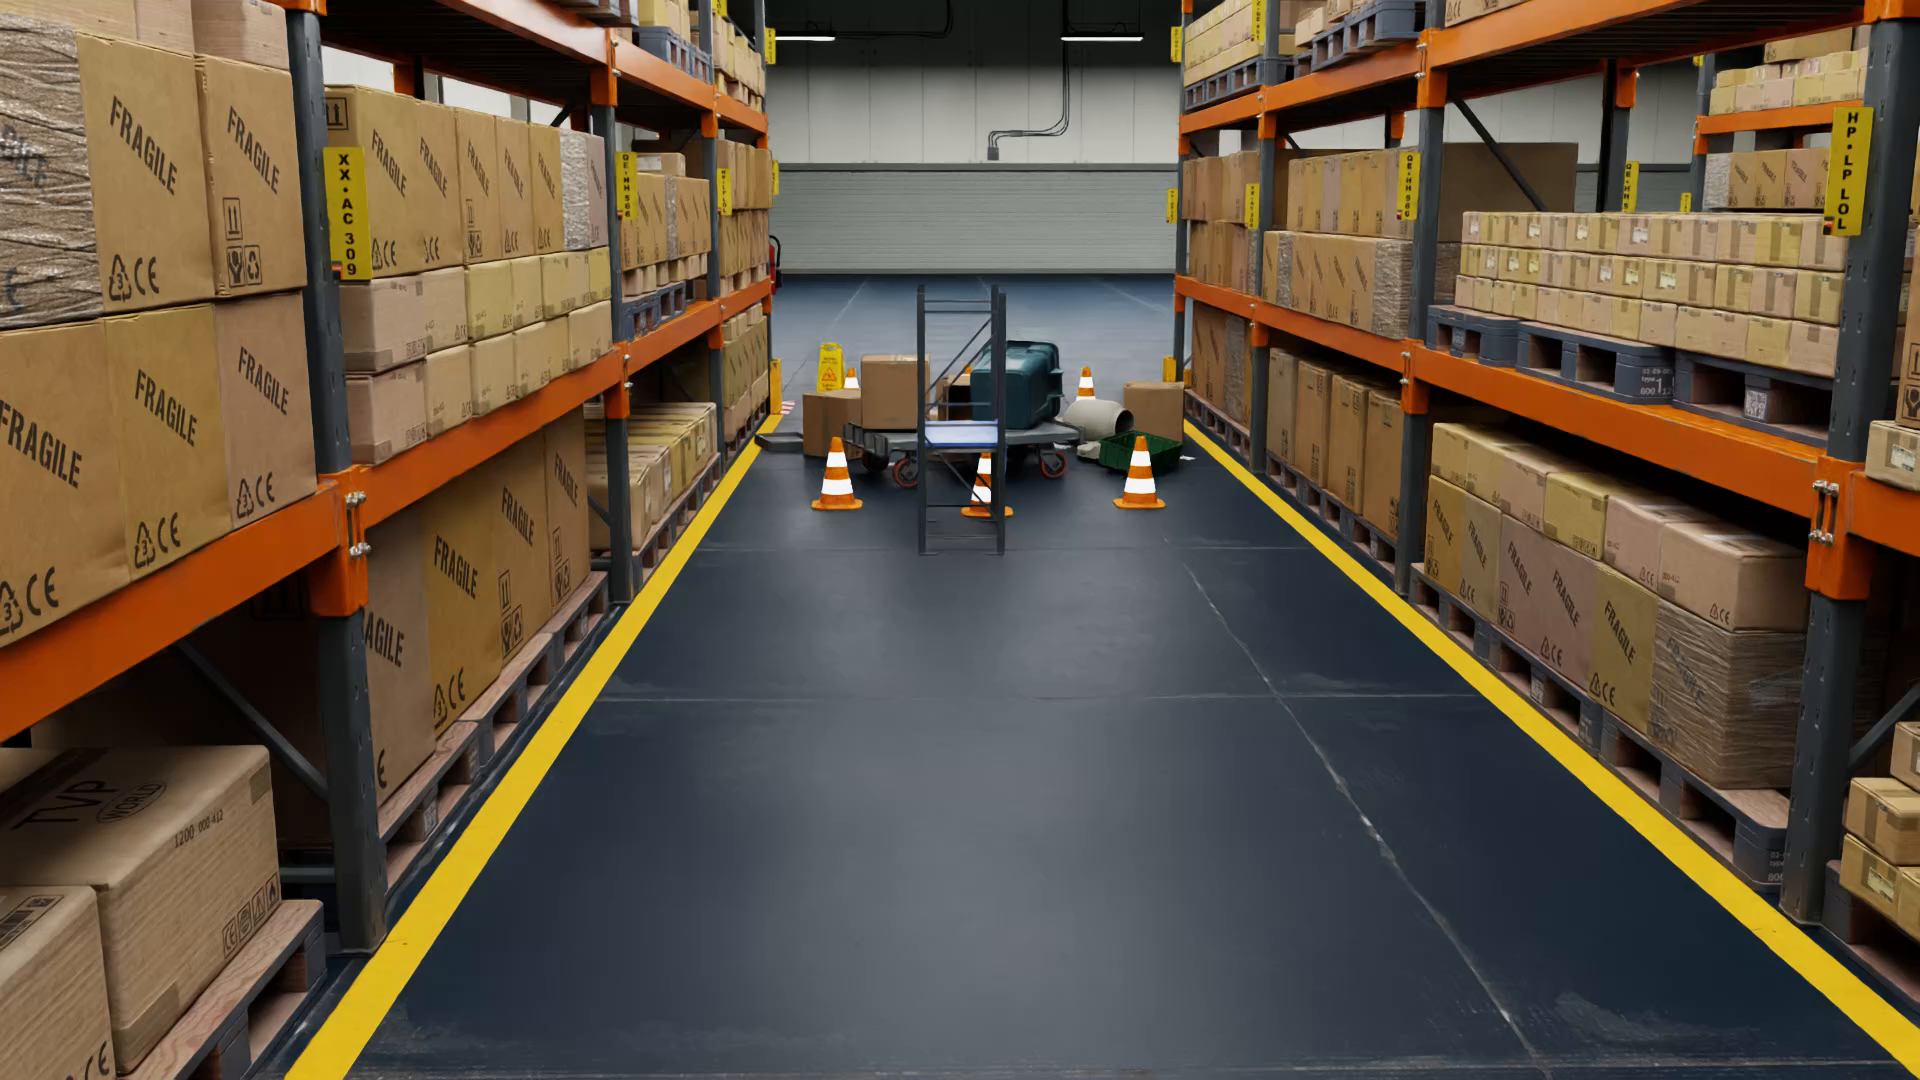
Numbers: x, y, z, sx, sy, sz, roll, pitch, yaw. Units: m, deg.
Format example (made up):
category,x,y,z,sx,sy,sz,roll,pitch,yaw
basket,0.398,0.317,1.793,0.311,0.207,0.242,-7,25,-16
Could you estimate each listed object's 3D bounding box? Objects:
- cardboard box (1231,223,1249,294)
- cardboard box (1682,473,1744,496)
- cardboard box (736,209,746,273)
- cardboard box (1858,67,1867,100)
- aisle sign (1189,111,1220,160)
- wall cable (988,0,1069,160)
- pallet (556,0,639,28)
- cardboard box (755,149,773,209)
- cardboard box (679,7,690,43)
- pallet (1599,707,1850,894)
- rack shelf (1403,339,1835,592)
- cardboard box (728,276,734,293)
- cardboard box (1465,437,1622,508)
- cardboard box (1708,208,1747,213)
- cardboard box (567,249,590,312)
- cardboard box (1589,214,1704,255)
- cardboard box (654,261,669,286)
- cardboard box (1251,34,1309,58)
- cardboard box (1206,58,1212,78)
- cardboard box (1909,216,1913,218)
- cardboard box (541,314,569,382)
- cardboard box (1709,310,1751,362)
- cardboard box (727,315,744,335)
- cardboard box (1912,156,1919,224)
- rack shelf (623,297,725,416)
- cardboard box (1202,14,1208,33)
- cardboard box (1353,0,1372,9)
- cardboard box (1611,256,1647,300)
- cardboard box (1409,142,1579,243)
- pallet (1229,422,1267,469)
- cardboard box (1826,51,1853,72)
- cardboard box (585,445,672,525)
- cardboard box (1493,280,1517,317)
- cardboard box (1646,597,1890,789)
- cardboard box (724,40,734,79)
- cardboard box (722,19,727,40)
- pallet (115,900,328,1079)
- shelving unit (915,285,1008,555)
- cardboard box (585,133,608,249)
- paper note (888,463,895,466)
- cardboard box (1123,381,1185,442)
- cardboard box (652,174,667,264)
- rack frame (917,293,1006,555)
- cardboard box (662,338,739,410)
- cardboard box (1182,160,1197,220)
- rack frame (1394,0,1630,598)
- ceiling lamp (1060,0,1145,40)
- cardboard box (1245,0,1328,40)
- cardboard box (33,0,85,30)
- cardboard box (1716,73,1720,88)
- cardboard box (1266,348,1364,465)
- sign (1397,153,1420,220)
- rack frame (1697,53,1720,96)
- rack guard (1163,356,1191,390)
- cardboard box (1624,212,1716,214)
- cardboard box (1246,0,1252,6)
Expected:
category,x,y,z,sx,sy,sz,roll,pitch,yaw
cardboard box,2.640,-2.238,13.170,0.875,0.550,0.550,0,11,-1
cardboard box,3.088,-0.095,6.330,0.500,0.250,0.500,0,11,1
cardboard box,-2.015,-2.425,13.467,0.500,0.500,0.500,0,11,-2
cardboard box,7.384,-3.572,12.957,0.500,0.250,0.500,0,11,0
aisle sign,2.310,-4.064,16.010,0.394,0.787,0.004,0,11,-1
wall cable,1.948,-13.771,46.751,2.305,6.003,0.169,0,11,-1
pallet,-2.104,-2.396,7.257,1.213,0.211,1.003,0,11,1
cardboard box,-1.991,-3.119,14.377,0.700,0.500,0.500,0,11,-2
cardboard box,-2.096,-3.429,11.192,0.500,0.250,0.500,0,11,-2
pallet,2.841,0.820,5.487,1.003,0.211,1.213,0,11,-1
rack shelf,2.818,-0.437,6.478,1.077,0.370,4.000,0,11,-1
cardboard box,-2.002,-2.035,13.175,0.380,0.149,0.250,0,11,1
cardboard box,2.559,-0.296,7.321,0.500,0.250,0.500,0,11,-2
cardboard box,7.556,-2.863,15.627,0.875,0.500,0.500,0,11,-1
cardboard box,-1.892,-1.121,7.160,0.500,0.250,0.500,-1,11,-3
cardboard box,2.622,-1.158,6.301,0.380,0.149,0.250,0,11,-2
cardboard box,-1.976,-1.616,10.057,0.380,0.149,0.250,0,11,1
cardboard box,2.366,-3.655,12.311,0.380,0.149,0.250,0,11,-1
cardboard box,2.324,-4.059,14.301,0.380,0.149,0.250,0,11,-2
cardboard box,3.293,-1.002,5.535,0.380,0.149,0.250,0,11,-2
cardboard box,-1.880,-0.772,6.697,0.500,0.250,0.500,0,11,-2
cardboard box,2.644,-0.654,5.314,0.380,0.149,0.250,0,11,-1
cardboard box,-1.951,-1.731,13.389,0.380,0.149,0.250,0,11,1
cardboard box,2.625,-0.986,3.861,0.500,0.500,0.500,0,11,0
rack shelf,-2.212,-1.192,10.198,1.077,0.370,4.000,0,11,-1
cardboard box,2.320,-4.500,14.471,0.380,0.149,0.250,0,11,-2
cardboard box,2.455,-3.075,9.043,0.500,0.311,0.500,0,11,-1
cardboard box,2.622,-0.961,6.078,0.380,0.149,0.250,0,11,-1
cardboard box,2.777,-1.815,8.697,0.700,0.500,0.500,0,11,-1
pallet,2.756,-0.767,13.309,1.003,0.211,1.213,0,11,-1
cardboard box,7.327,-3.900,13.568,0.380,0.149,0.250,0,11,2
cardboard box,-2.196,-0.324,9.663,0.950,0.372,0.625,0,11,-2
cardboard box,2.595,-1.073,7.379,0.380,0.149,0.250,0,11,2
cardboard box,2.592,0.481,5.374,0.500,0.500,0.500,0,11,-2
cardboard box,-2.009,-3.675,12.715,0.500,0.250,0.500,0,11,-2
cardboard box,-1.964,-3.848,12.562,0.380,0.149,0.250,-1,11,-3
pallet,-2.150,1.167,3.778,1.003,0.211,1.213,0,11,-1
shelving unit,-0.002,-0.752,9.994,0.538,1.500,1.048,0,11,-1
cardboard box,-1.898,-1.584,7.556,0.500,0.500,0.500,-1,11,-3
paper note,-0.558,-0.599,12.935,0.148,0.019,0.142,0,11,-1
cardboard box,1.636,-1.063,14.034,0.500,0.500,0.500,2,12,9
cardboard box,-1.984,-1.847,9.562,0.500,0.500,0.500,0,11,0
rack frame,0.009,-0.651,9.495,0.500,1.500,0.032,0,11,-1
cardboard box,-1.995,-1.286,12.827,0.500,0.500,0.500,0,11,2
cardboard box,2.580,-3.306,15.718,0.875,0.550,0.550,0,11,-1
rack frame,2.776,-1.187,8.366,1.000,3.000,0.127,0,11,-1
ceiling lamp,3.412,-13.620,39.878,2.000,3.185,0.800,0,11,-1
cardboard box,2.427,-3.876,12.398,0.500,0.250,0.500,0,11,-2
cardboard box,-1.848,-0.996,3.026,0.380,0.149,0.250,0,11,-2
cardboard box,7.347,-4.314,15.609,0.380,0.149,0.250,0,11,-2
cardboard box,2.796,-0.962,11.861,1.050,0.750,0.750,0,11,-1
sign,2.221,-1.752,8.236,0.100,0.325,0.005,0,11,-1
rack frame,7.572,-5.718,15.610,1.000,3.000,0.127,0,11,-1
rack guard,2.610,-1.557,16.477,1.175,0.500,0.348,0,11,-1
cardboard box,3.248,-1.416,7.573,0.380,0.149,0.250,0,11,-2
cardboard box,2.362,-4.096,12.481,0.380,0.149,0.250,0,11,-1
